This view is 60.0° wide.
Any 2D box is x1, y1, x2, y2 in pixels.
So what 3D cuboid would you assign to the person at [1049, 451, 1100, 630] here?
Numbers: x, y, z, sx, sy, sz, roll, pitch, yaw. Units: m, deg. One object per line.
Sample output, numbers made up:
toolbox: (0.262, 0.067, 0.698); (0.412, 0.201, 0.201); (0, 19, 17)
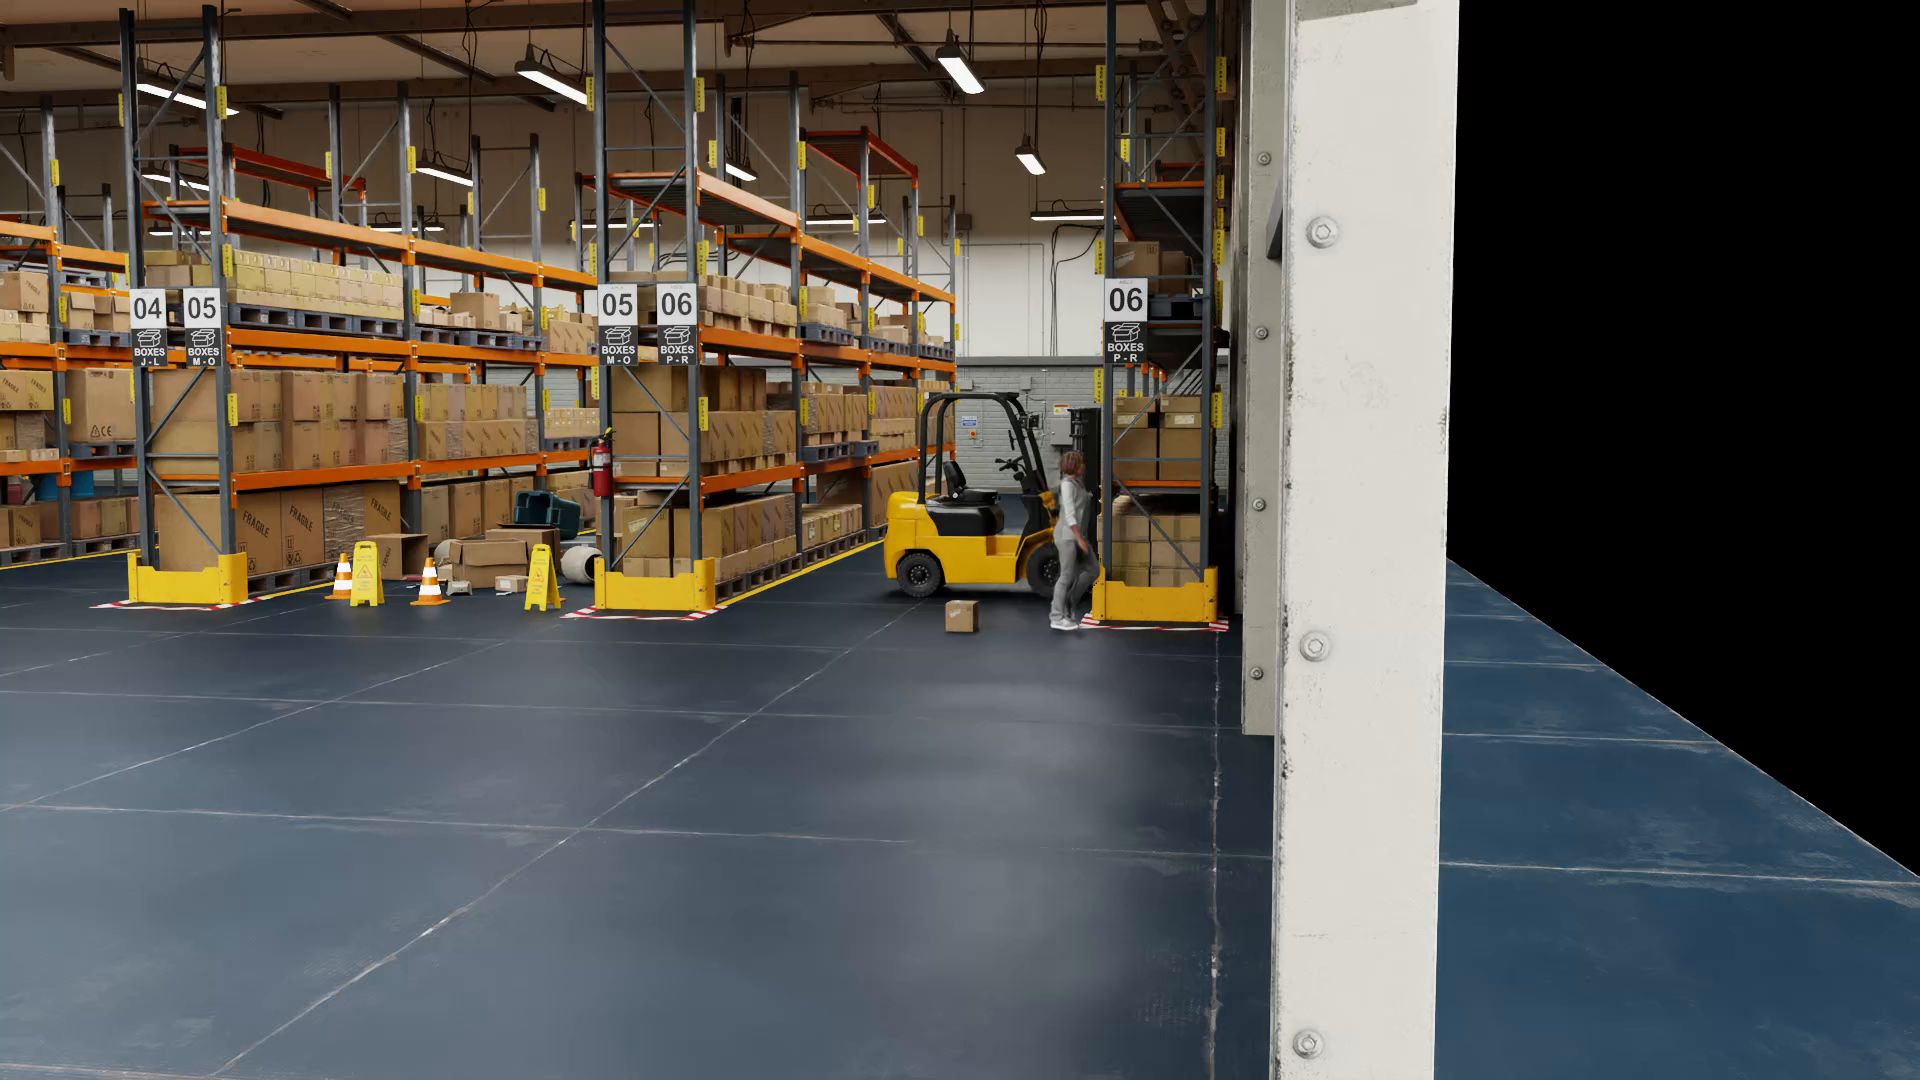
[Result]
person: (1.009, 0.013, 14.793); (0.427, 1.611, 0.420); (2, 5, 22)
